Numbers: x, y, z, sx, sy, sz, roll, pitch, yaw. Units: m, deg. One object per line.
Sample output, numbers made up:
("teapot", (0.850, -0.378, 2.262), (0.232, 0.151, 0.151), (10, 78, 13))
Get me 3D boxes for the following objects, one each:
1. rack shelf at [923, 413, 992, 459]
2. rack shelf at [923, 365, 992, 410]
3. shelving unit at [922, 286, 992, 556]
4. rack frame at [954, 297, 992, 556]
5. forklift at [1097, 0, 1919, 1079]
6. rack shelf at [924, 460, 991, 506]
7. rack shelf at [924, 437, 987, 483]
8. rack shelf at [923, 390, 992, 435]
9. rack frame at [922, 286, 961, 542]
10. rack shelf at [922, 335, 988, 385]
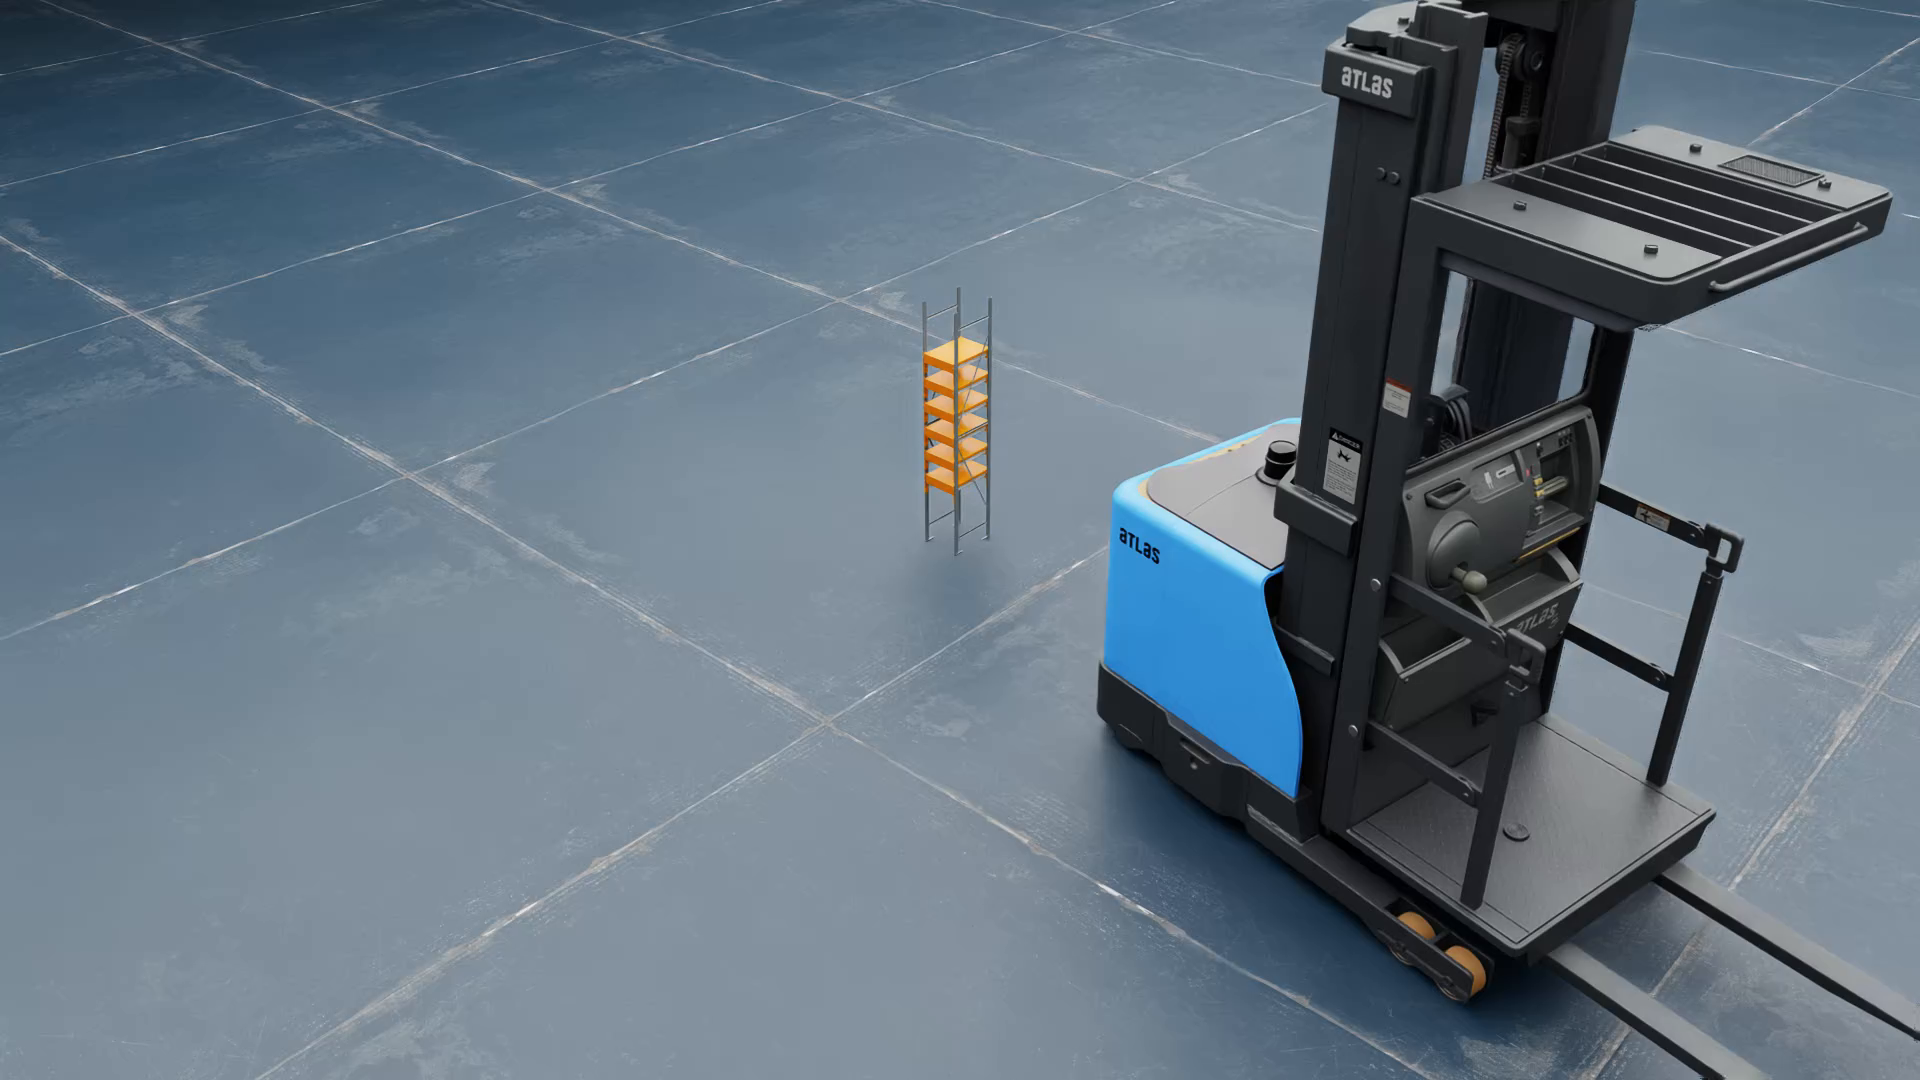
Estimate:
("rack shelf", (-0.011, -0.481, 7.472), (0.180, 0.103, 0.258), (25, 39, 35))
("rack shelf", (-0.011, -0.687, 7.348), (0.180, 0.103, 0.258), (25, 39, 35))
("shelving unit", (-0.011, -0.519, 7.449), (0.189, 1.200, 0.258), (25, 39, 35))
("rack frame", (0.057, -0.487, 7.396), (0.006, 1.200, 0.240), (25, 39, 35))
("forklift", (1.822, -0.077, 5.036), (1.130, 2.935, 3.031), (-21, 37, -31))
("rack shelf", (-0.011, -0.275, 7.596), (0.180, 0.103, 0.258), (25, 39, 35))
("rack shelf", (-0.011, -0.378, 7.534), (0.180, 0.103, 0.258), (25, 39, 35))
("rack shelf", (-0.011, -0.584, 7.410), (0.180, 0.103, 0.258), (25, 39, 35))
("rack frame", (-0.079, -0.551, 7.501), (0.006, 1.200, 0.240), (25, 39, 35))
("rack shelf", (-0.011, -0.789, 7.286), (0.180, 0.103, 0.258), (25, 39, 35))
